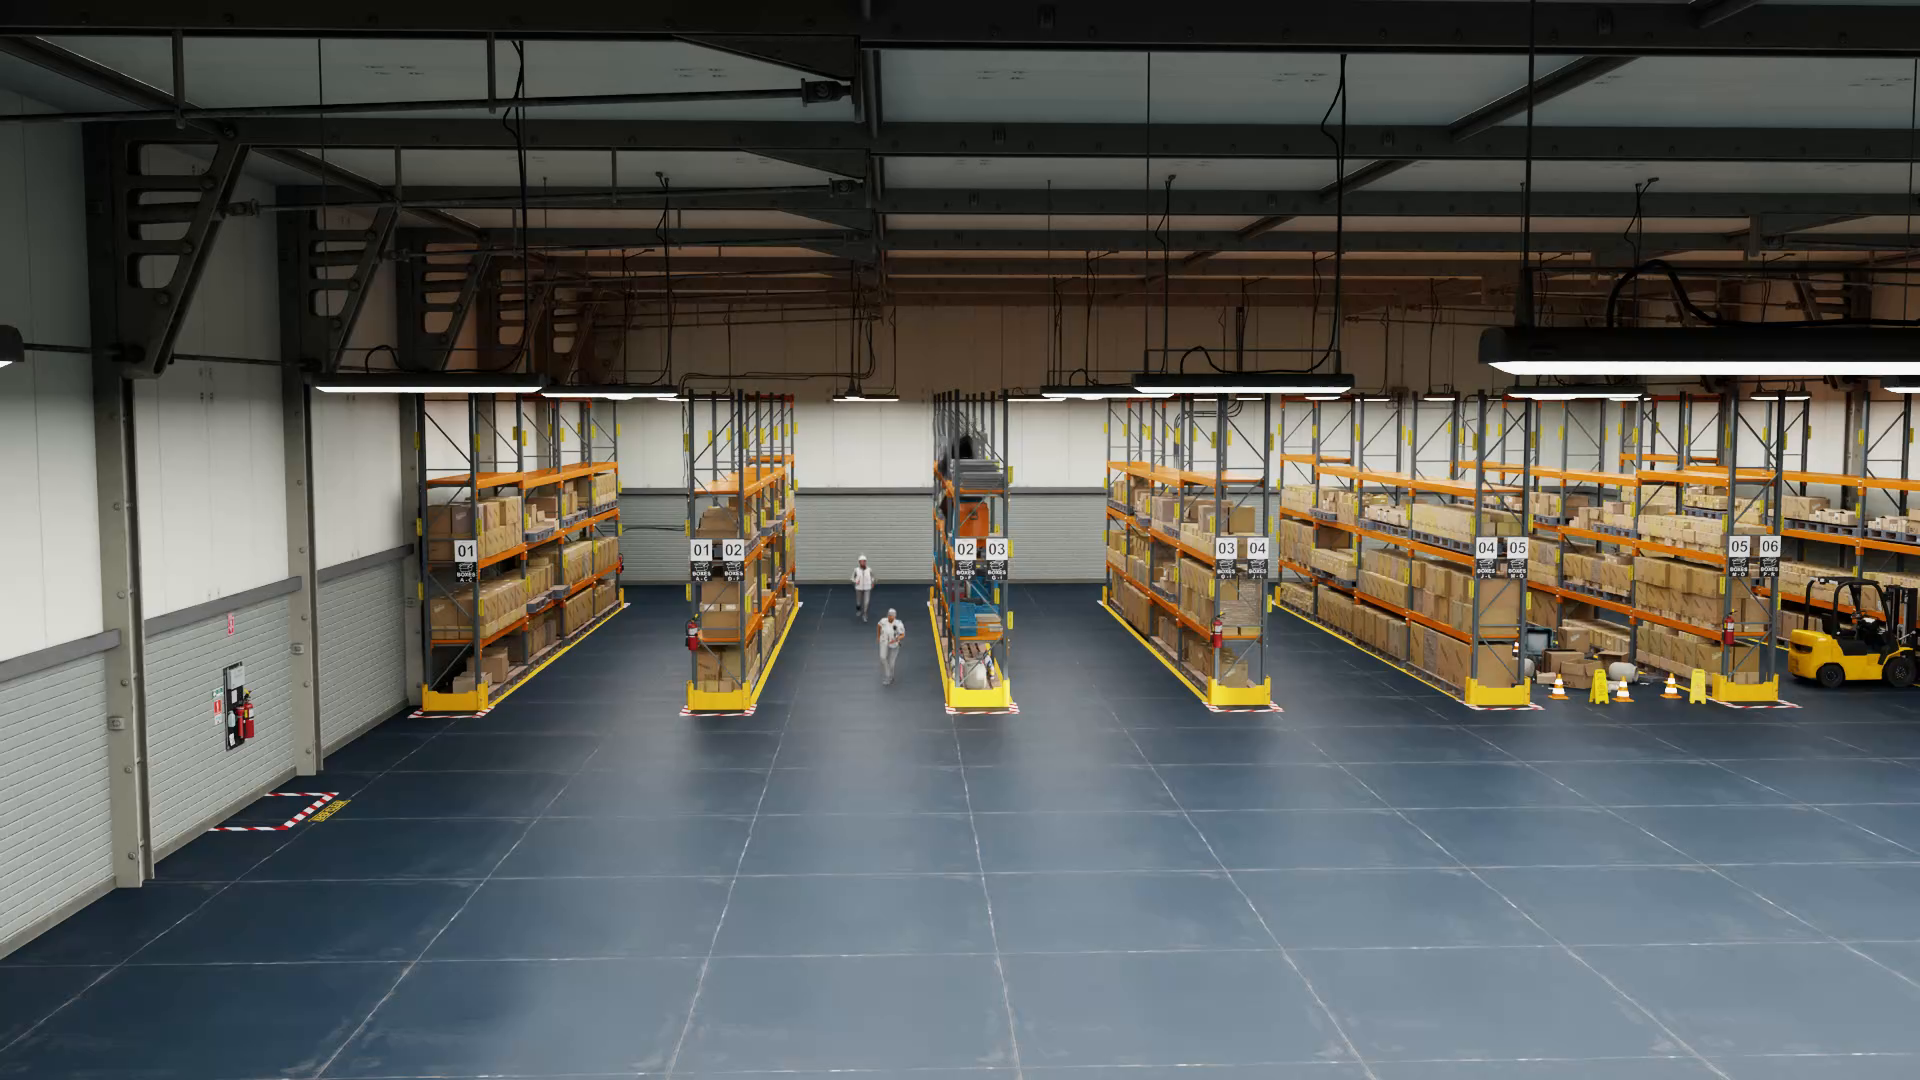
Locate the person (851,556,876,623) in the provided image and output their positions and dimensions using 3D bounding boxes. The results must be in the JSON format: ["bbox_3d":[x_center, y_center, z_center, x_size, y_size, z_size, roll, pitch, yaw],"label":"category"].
[{"bbox_3d":[-2.545,1.288,43.810,0.669,1.733,0.760,-1,5,-8],"label":"person"}]

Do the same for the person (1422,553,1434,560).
[{"bbox_3d":[13.830,0.881,49.054,0.772,1.758,0.536,-1,5,-6],"label":"person"}]

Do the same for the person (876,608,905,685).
[{"bbox_3d":[-1.417,2.151,34.163,0.608,1.561,0.842,0,5,6],"label":"person"}]
